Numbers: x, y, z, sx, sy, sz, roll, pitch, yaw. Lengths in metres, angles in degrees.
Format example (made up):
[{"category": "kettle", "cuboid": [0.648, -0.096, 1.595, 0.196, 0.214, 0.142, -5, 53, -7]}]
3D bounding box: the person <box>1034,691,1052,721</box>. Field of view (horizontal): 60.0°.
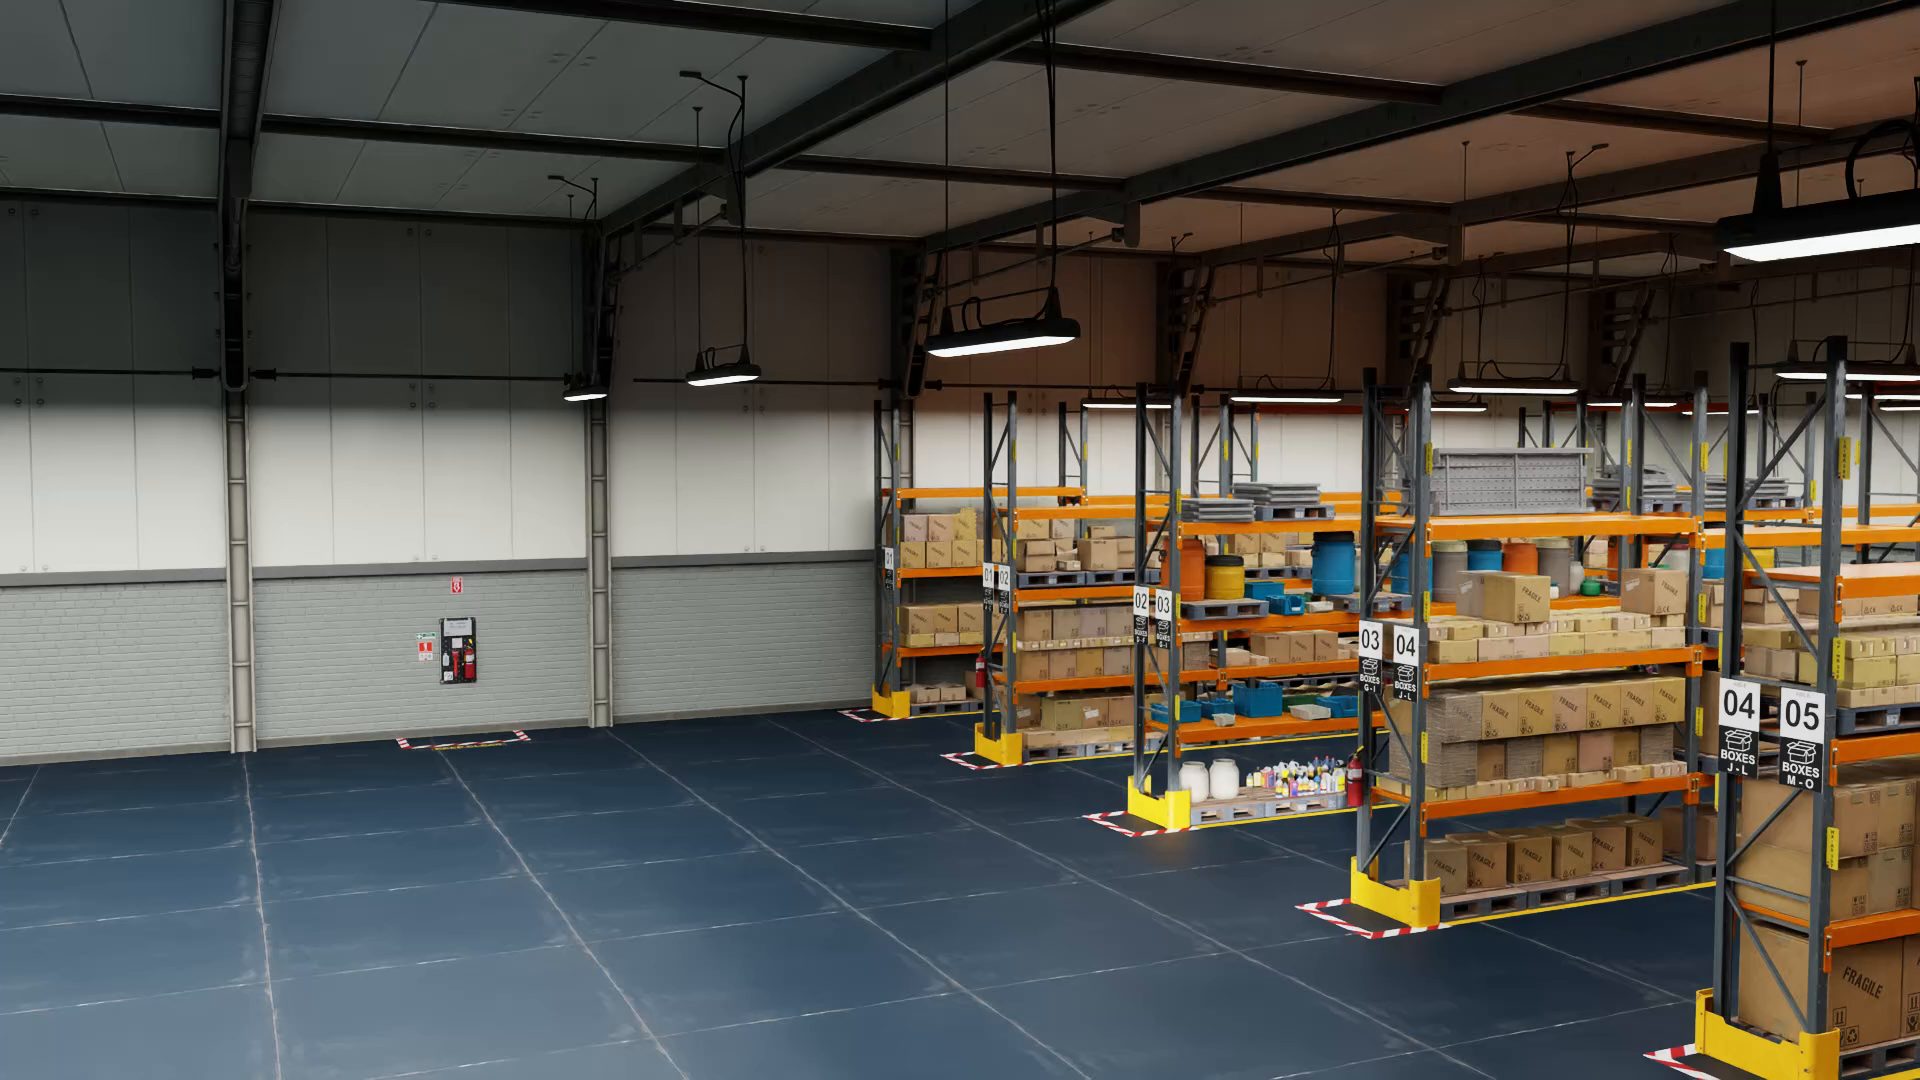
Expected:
[{"category": "person", "cuboid": [1.456, 2.590, 30.548, 0.425, 1.595, 0.457, -2, 4, -36]}]
